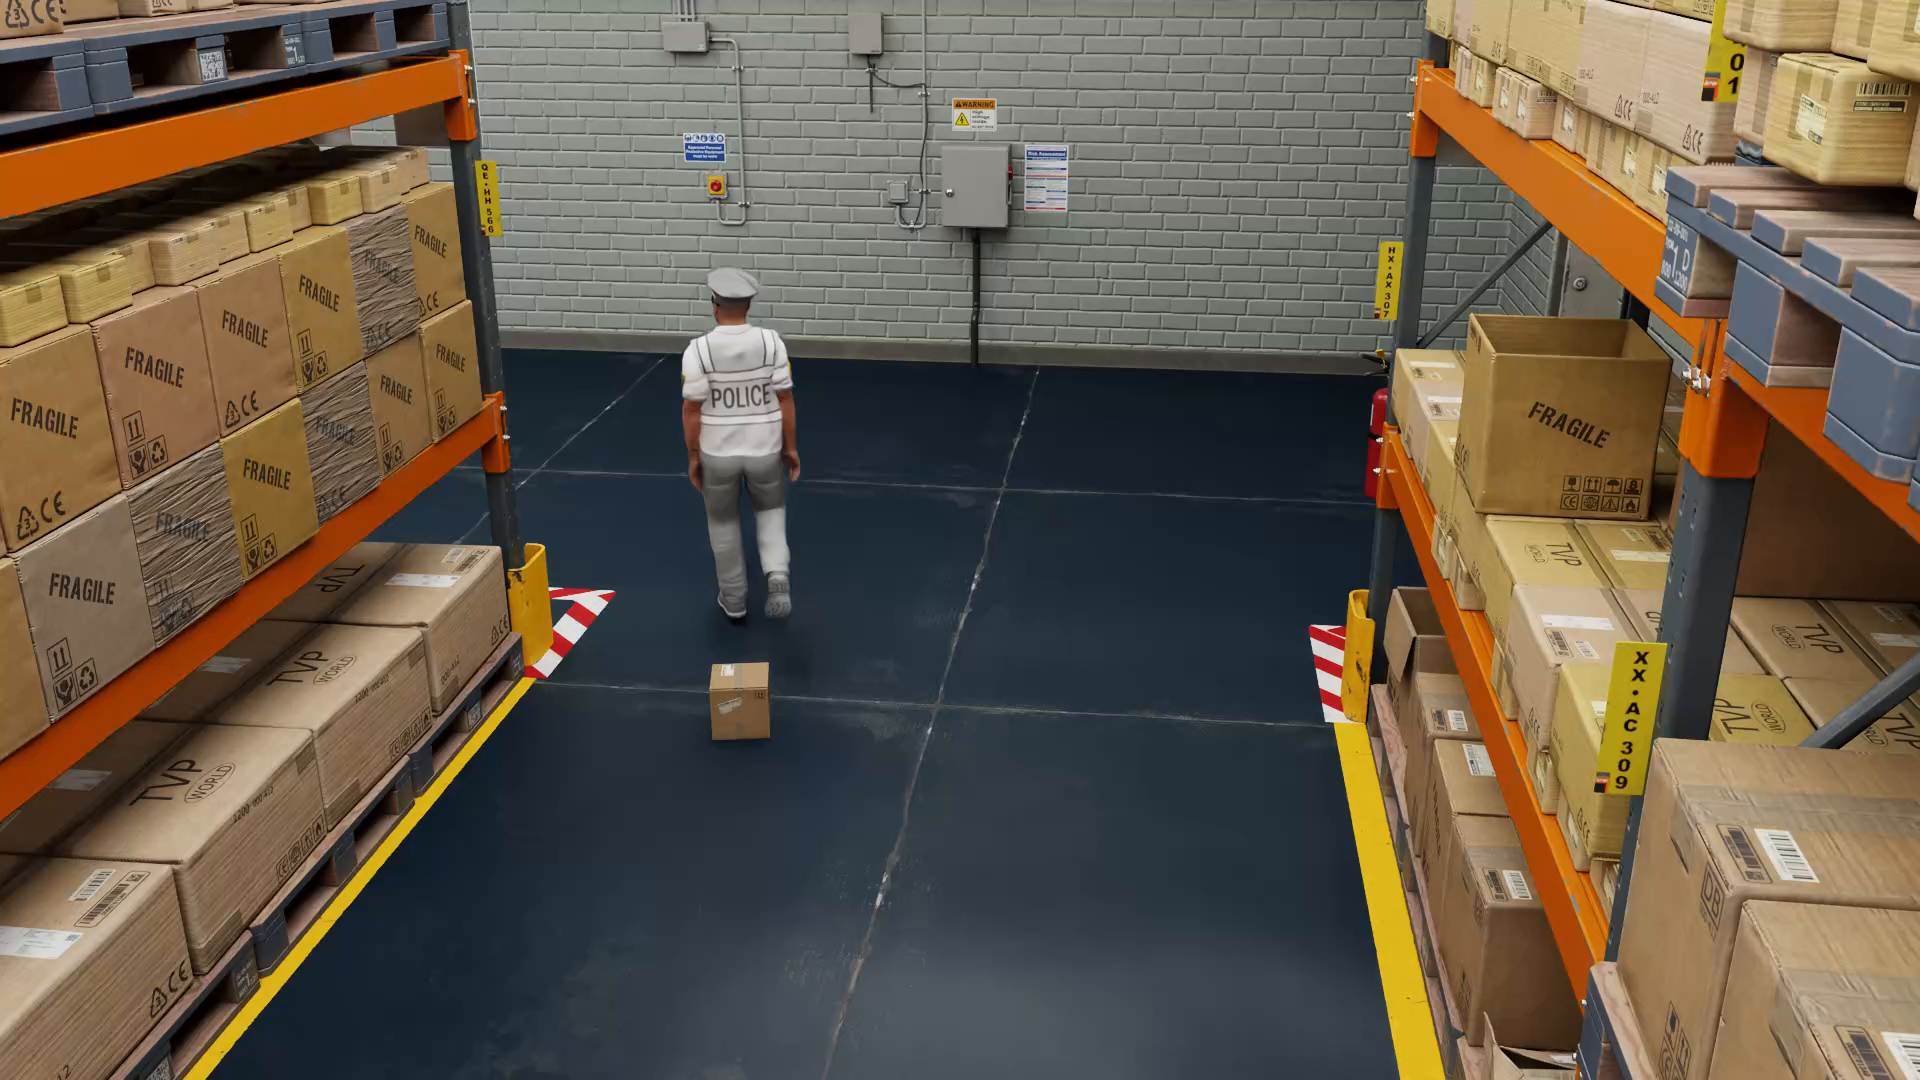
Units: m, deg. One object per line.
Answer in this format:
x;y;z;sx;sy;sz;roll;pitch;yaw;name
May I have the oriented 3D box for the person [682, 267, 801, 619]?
-1.060;-0.440;8.117;0.562;1.752;0.573;-7;22;-16;person
